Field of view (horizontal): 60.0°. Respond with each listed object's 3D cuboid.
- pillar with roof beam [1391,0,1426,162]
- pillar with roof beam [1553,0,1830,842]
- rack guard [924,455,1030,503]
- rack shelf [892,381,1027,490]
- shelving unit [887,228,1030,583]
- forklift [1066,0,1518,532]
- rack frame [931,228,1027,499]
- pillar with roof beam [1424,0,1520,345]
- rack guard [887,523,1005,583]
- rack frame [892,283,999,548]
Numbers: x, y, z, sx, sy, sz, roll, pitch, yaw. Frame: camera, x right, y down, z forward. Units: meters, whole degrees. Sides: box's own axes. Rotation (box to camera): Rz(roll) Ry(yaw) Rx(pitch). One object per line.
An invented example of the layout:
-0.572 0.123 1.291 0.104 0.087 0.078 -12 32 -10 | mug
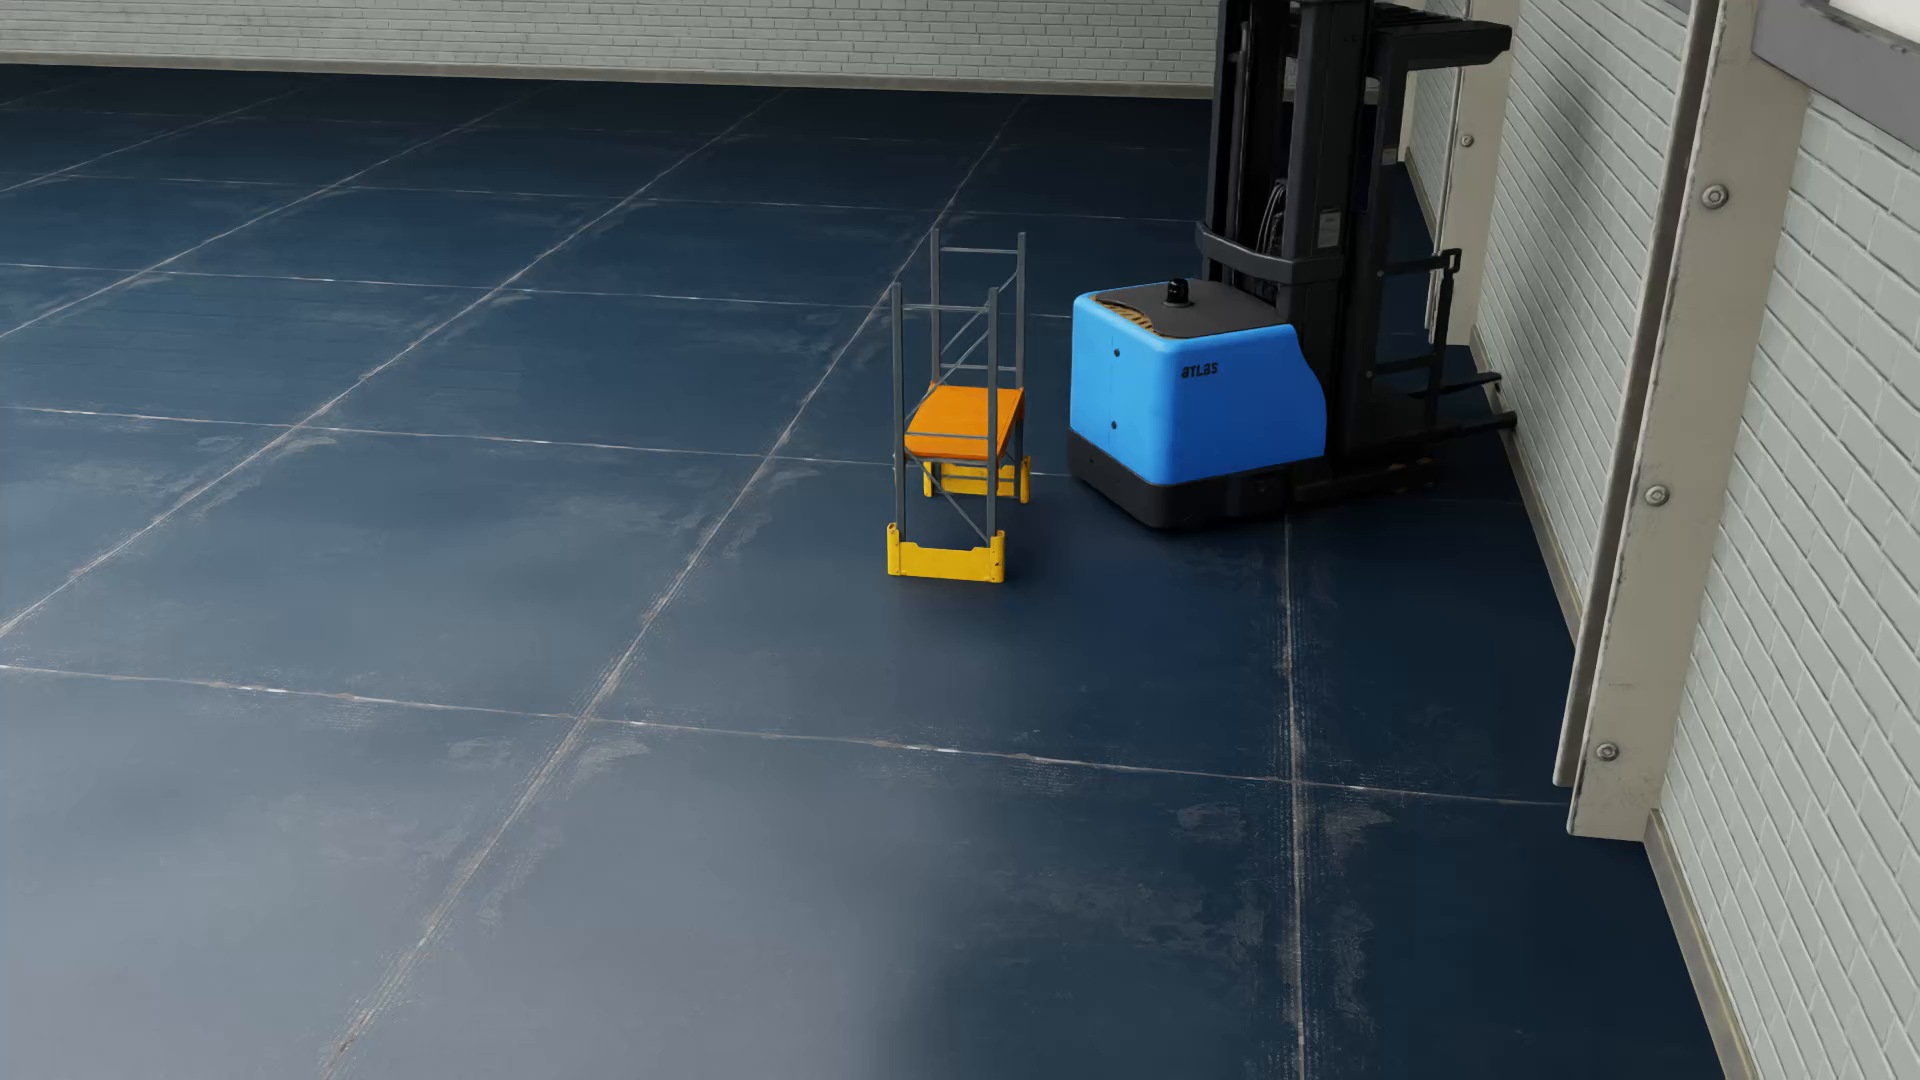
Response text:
0.221 -8.340 15.952 9.100 9.000 0.400 4 25 9 | pillar with roof beam
-1.740 -3.321 5.230 9.100 9.000 0.400 4 25 9 | pillar with roof beam
0.094 -0.353 9.210 0.587 0.250 0.087 4 25 9 | rack guard
0.014 -0.552 8.585 0.538 0.185 1.000 4 25 9 | rack shelf
0.012 -0.711 8.500 0.587 1.500 1.083 4 25 9 | shelving unit
2.165 -1.780 9.096 3.031 2.935 1.130 -11 27 -22 | forklift
0.097 -0.928 8.962 0.500 1.500 0.032 4 25 9 | rack frame
-0.759 -5.830 10.591 9.100 9.000 0.400 4 25 9 | pillar with roof beam
-0.069 0.063 8.320 0.587 0.250 0.087 4 25 9 | rack guard
-0.069 -0.502 8.054 0.500 1.500 0.032 4 25 9 | rack frame
